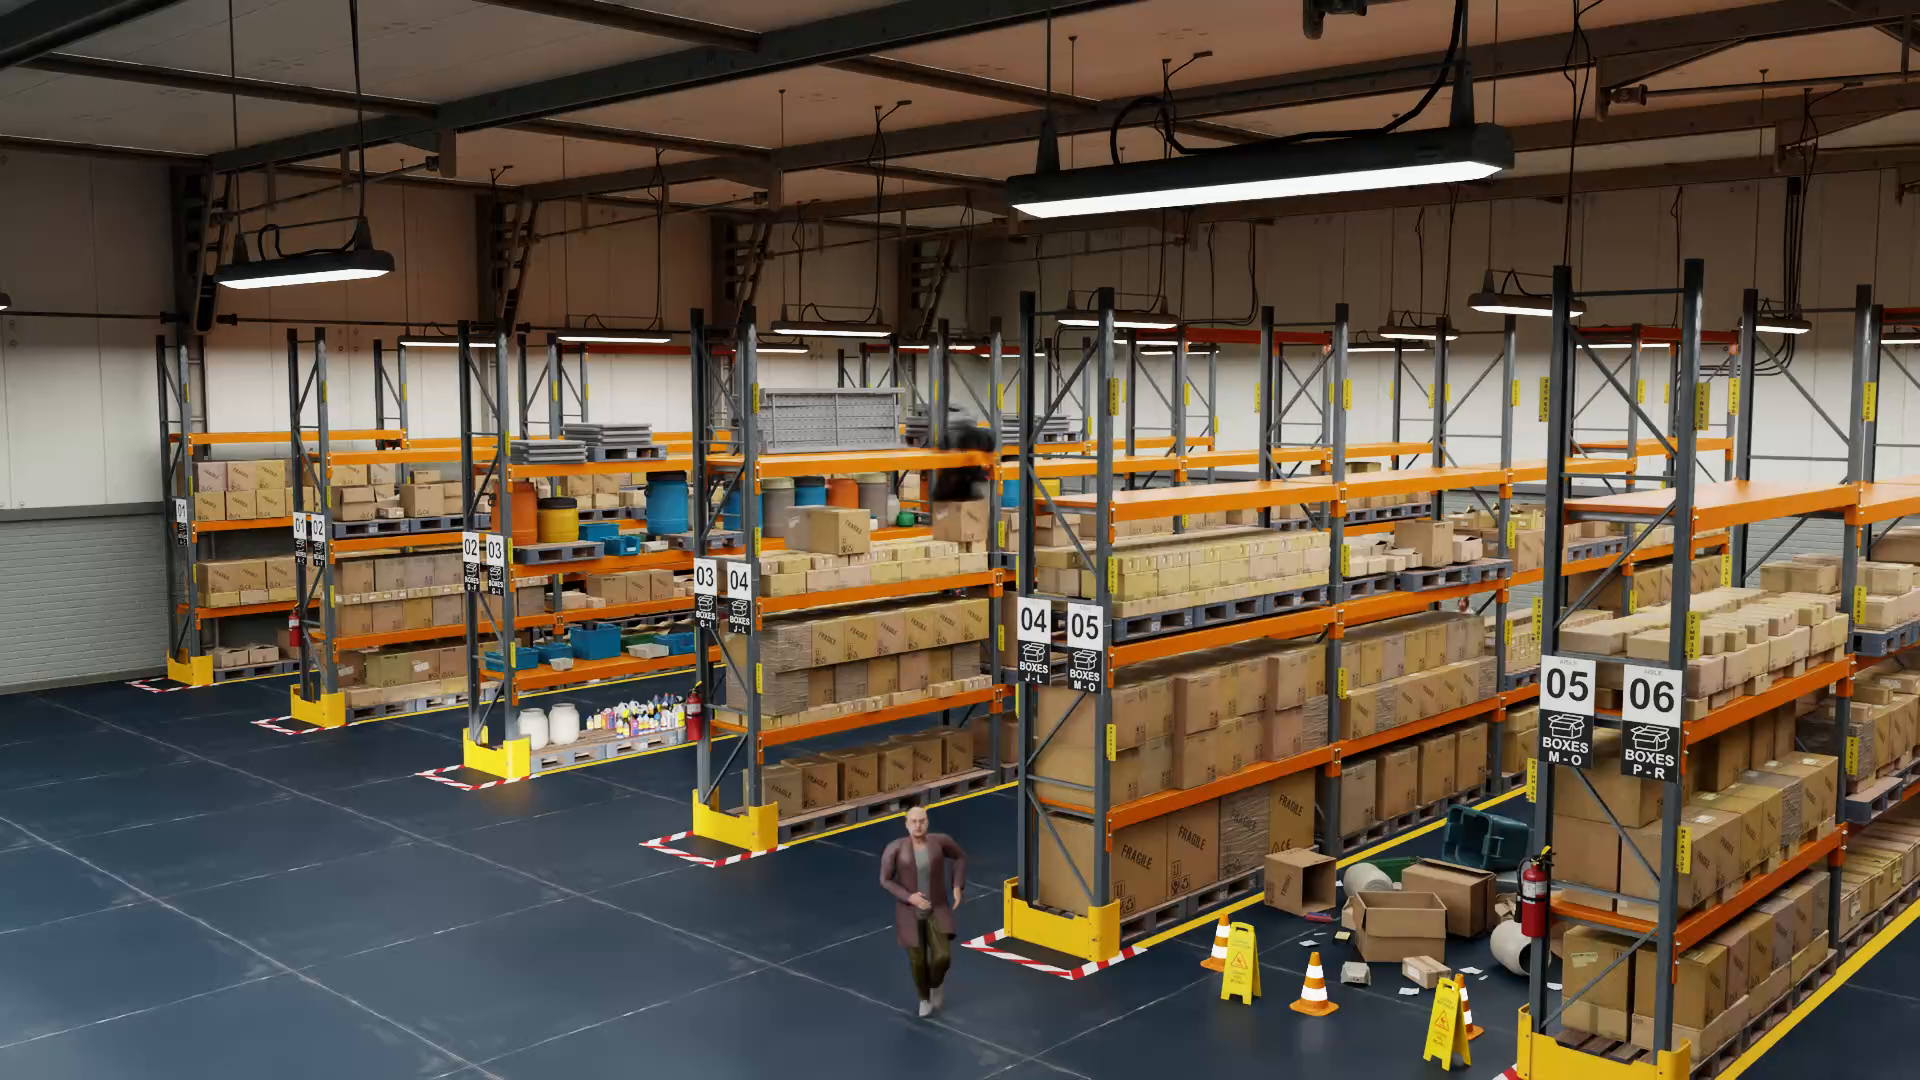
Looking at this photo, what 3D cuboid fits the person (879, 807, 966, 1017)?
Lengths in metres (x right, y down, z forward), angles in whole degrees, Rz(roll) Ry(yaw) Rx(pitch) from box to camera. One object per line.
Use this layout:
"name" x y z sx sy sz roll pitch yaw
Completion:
"person" -0.296 3.035 13.537 0.724 1.732 0.609 0 5 -4

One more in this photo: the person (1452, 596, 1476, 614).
"person" 8.481 1.742 28.050 0.582 1.631 0.771 3 6 31
